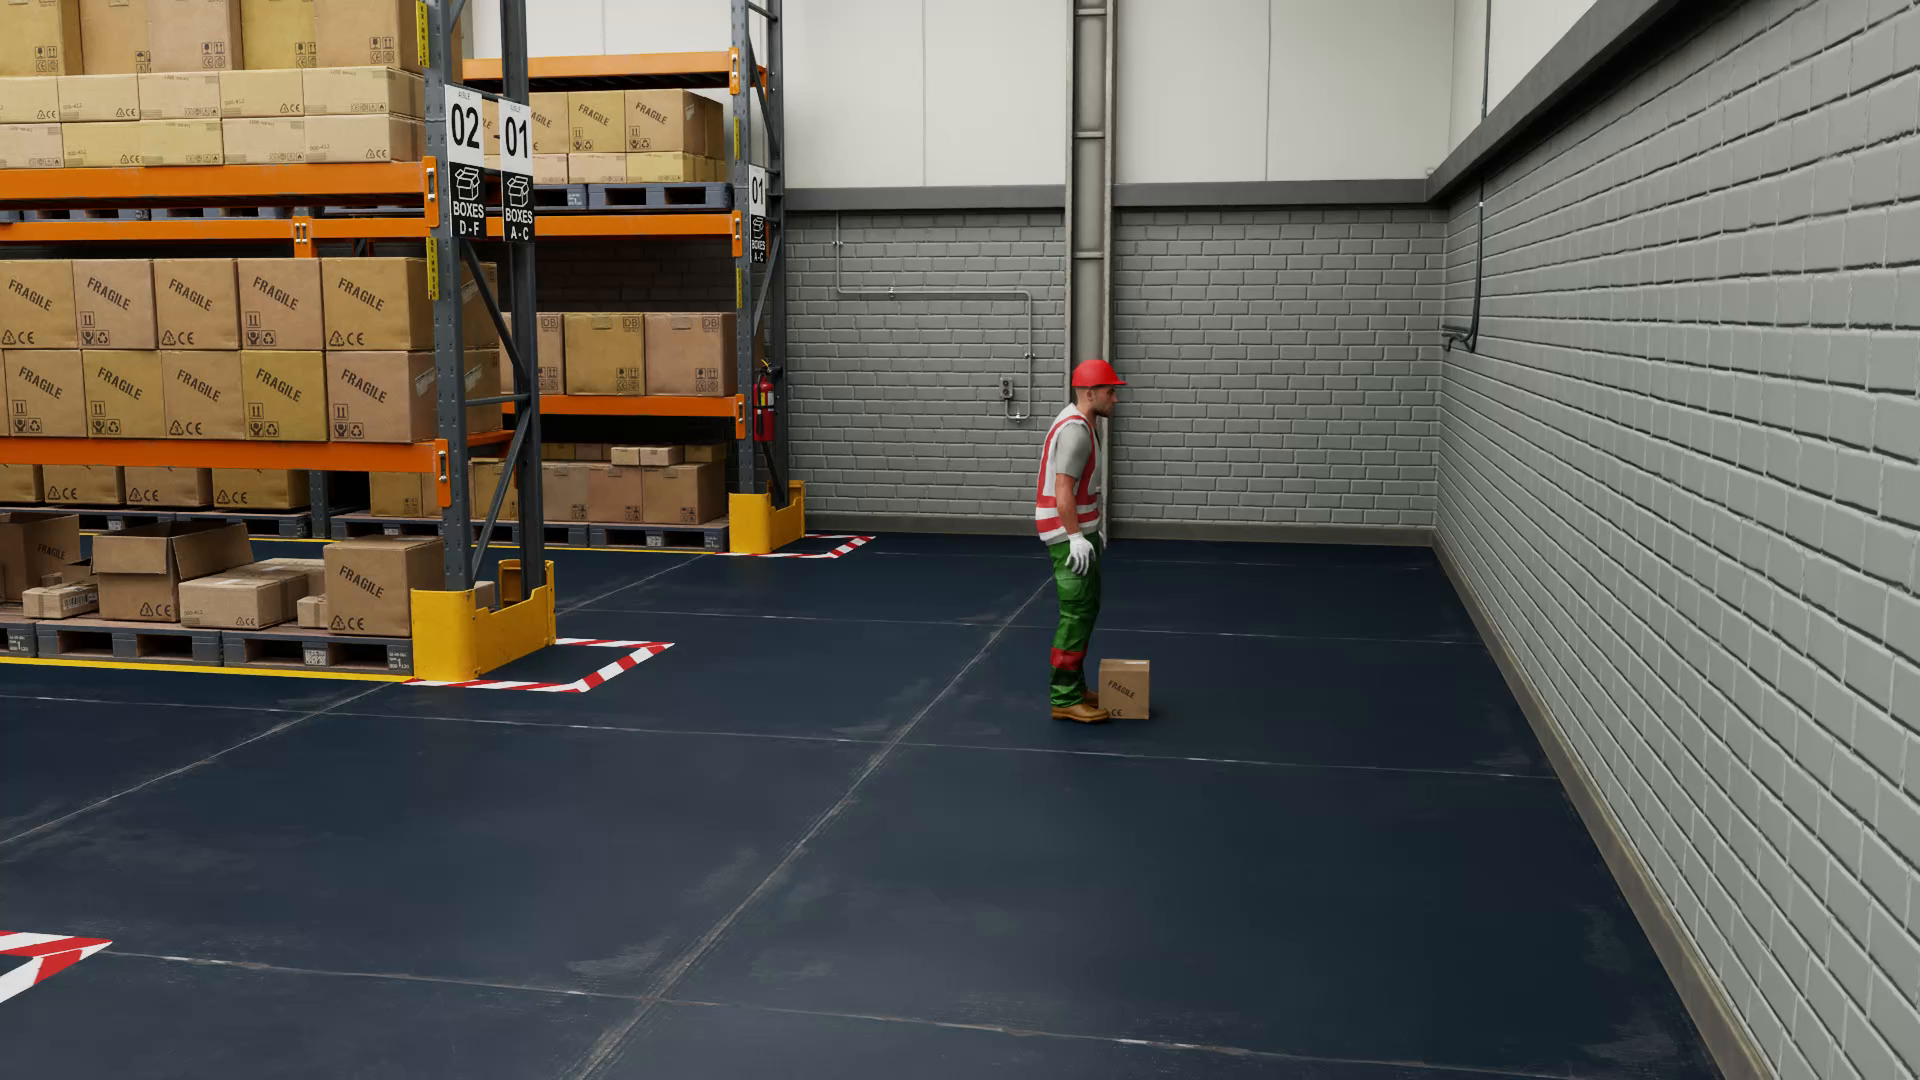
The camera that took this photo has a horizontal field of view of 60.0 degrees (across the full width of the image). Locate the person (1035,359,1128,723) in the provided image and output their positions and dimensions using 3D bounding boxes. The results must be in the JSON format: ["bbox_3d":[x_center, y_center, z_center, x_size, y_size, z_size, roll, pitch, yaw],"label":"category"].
[{"bbox_3d":[0.607,-0.011,8.330,0.449,1.780,0.607,2,8,11],"label":"person"}]
